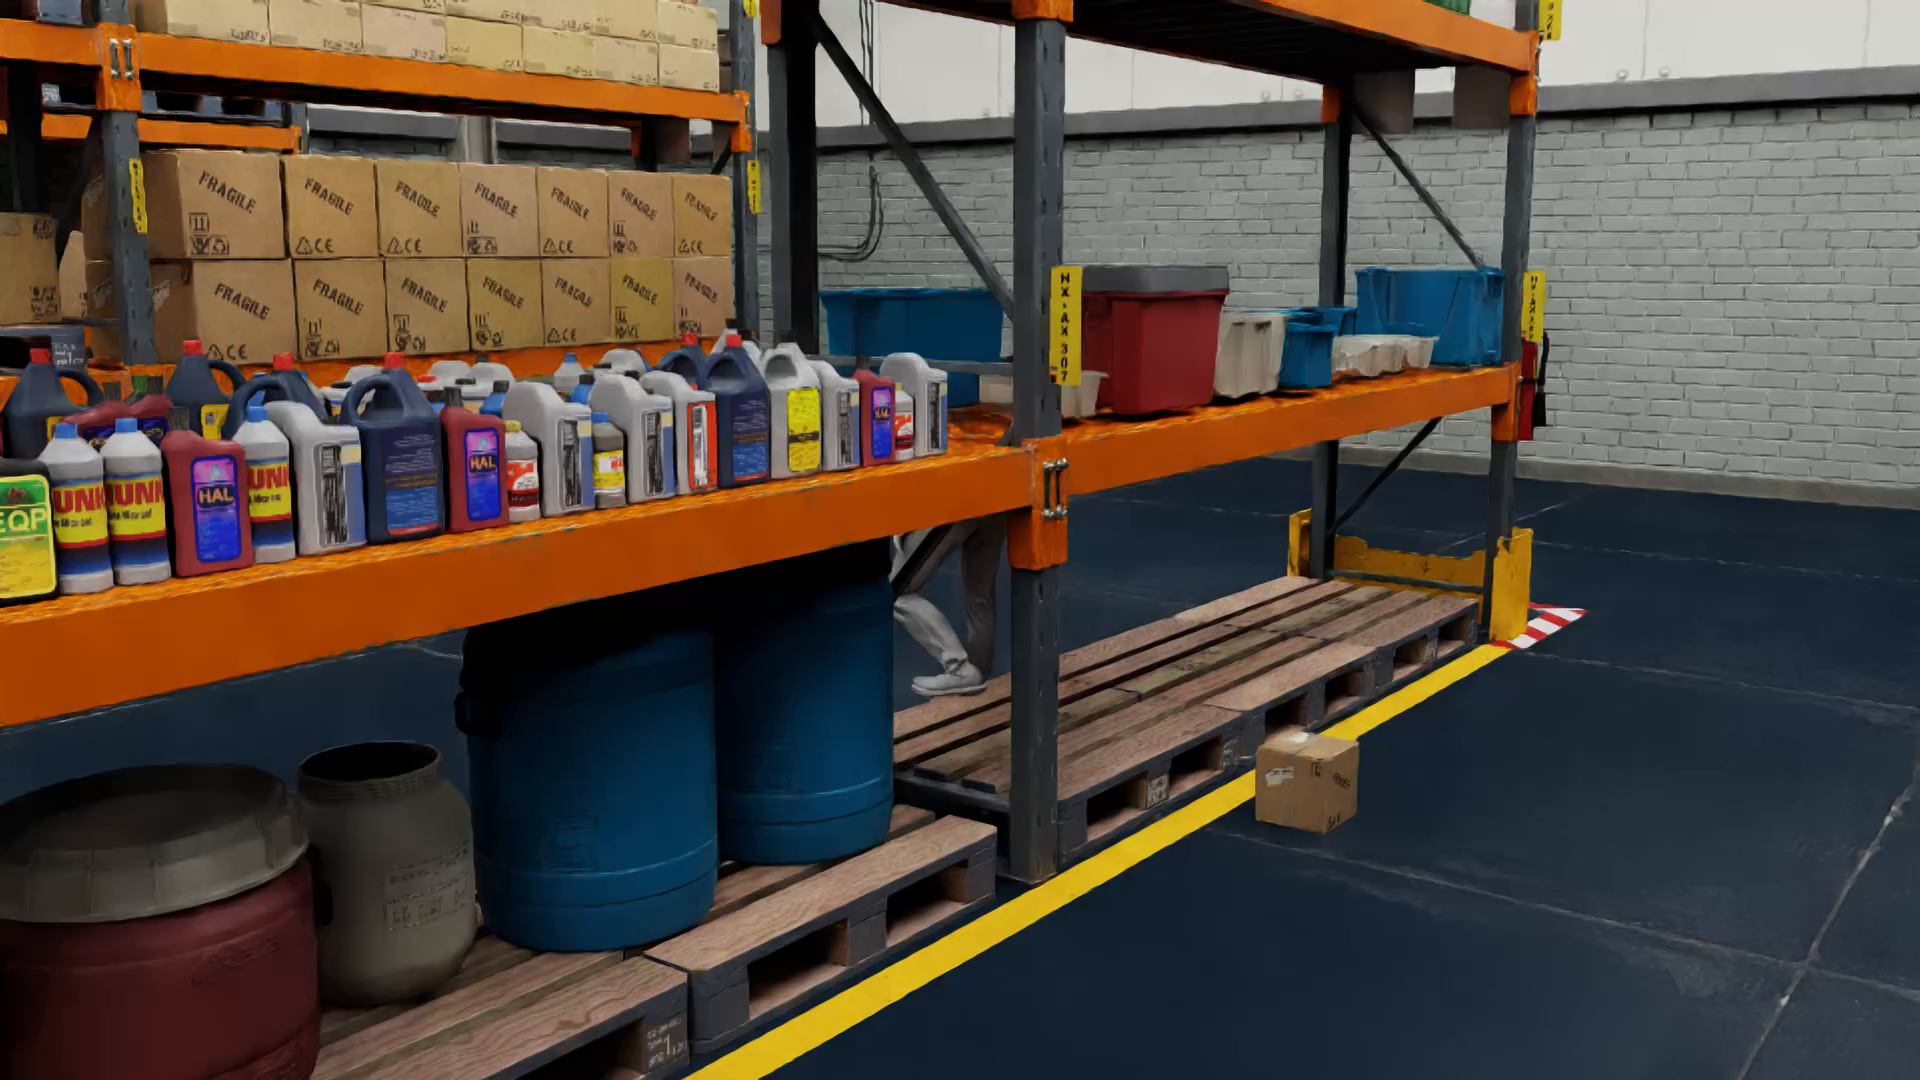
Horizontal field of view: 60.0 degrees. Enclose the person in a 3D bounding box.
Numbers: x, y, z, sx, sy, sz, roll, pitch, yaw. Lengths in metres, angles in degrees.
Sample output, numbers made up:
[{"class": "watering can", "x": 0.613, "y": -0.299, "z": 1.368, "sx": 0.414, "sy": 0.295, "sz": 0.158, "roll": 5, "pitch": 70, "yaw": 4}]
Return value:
[{"class": "person", "x": 0.002, "y": -0.117, "z": 6.359, "sx": 0.588, "sy": 1.663, "sz": 0.559, "roll": -7, "pitch": 12, "yaw": -37}]
